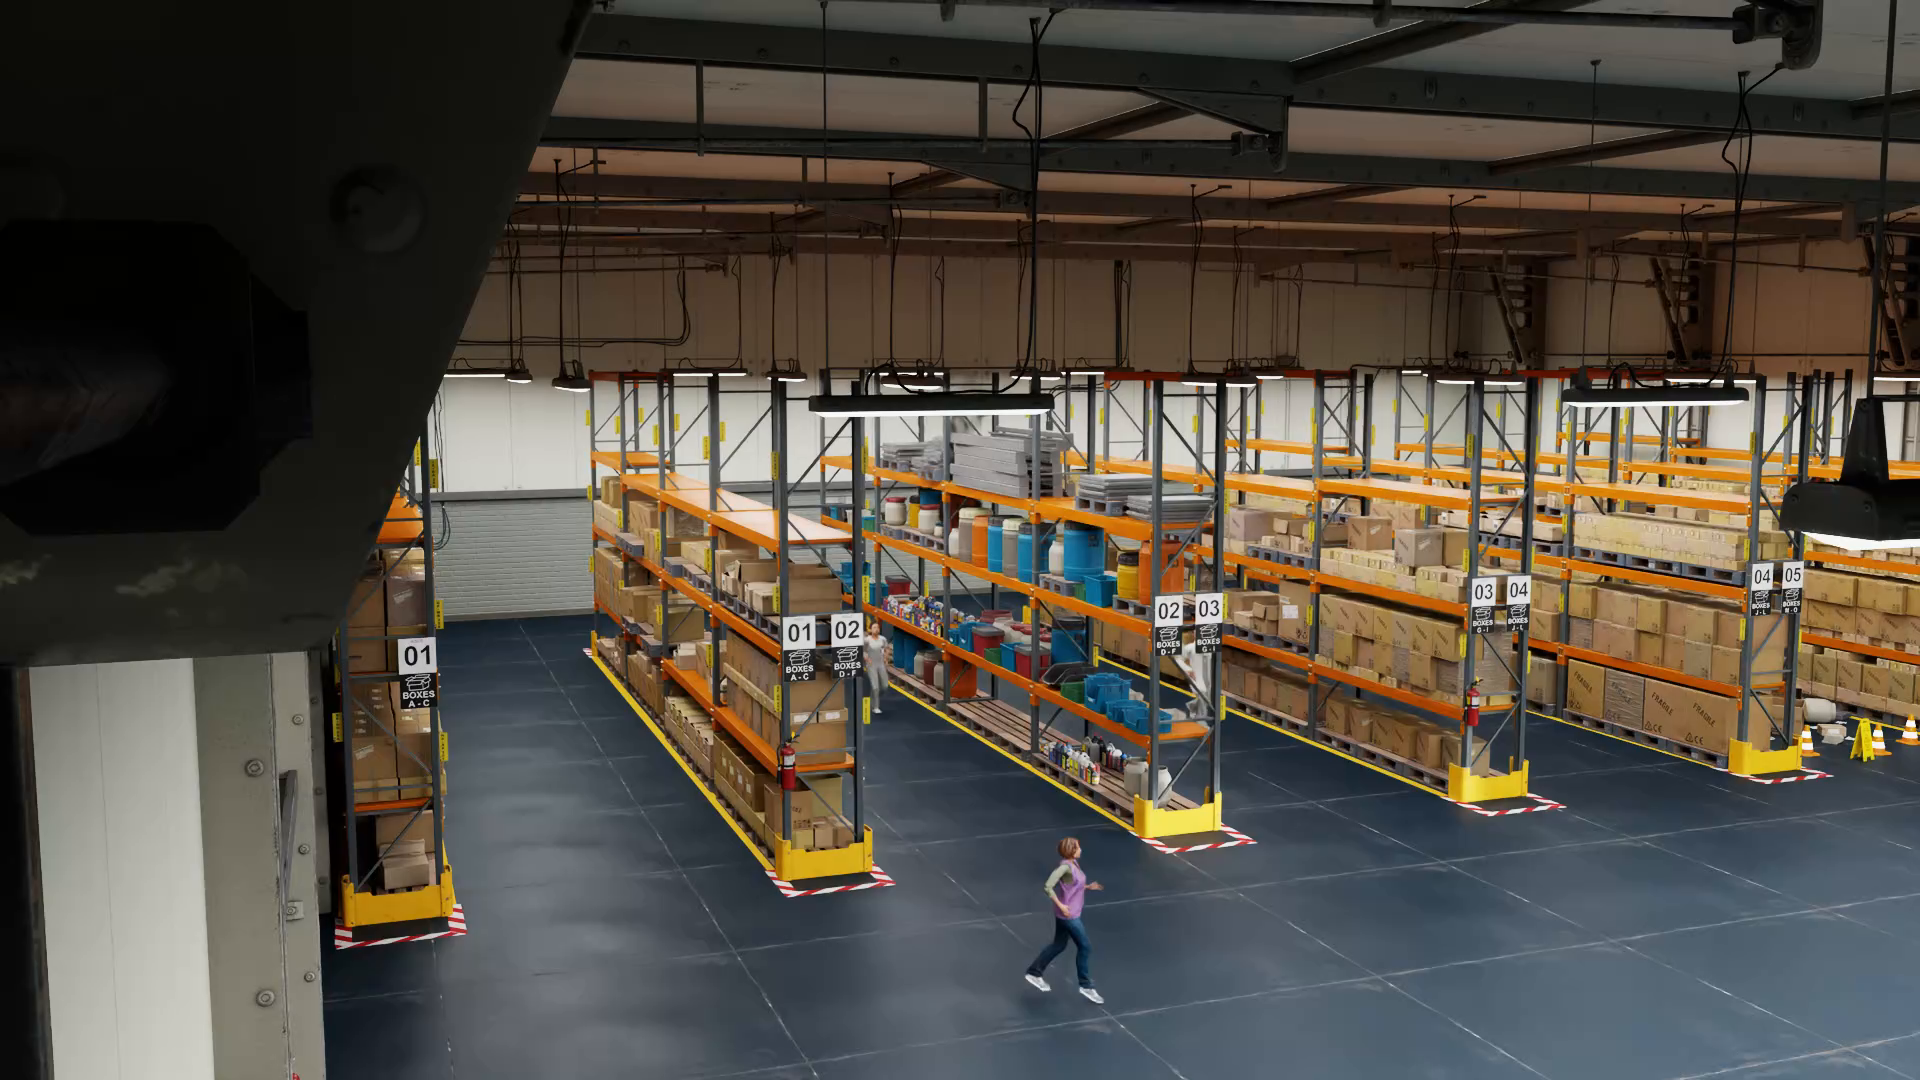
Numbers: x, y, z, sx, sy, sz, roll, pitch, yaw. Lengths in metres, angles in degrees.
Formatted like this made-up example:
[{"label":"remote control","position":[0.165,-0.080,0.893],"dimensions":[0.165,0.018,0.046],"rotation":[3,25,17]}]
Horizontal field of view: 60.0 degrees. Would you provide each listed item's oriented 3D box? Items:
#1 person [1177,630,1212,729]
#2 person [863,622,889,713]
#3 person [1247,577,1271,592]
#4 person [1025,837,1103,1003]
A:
[{"label":"person","position":[4.016,2.343,28.024],"dimensions":[0.715,1.735,0.825],"rotation":[-3,7,-28]},{"label":"person","position":[-1.502,2.243,29.415],"dimensions":[0.561,1.620,0.588],"rotation":[-2,7,-21]},{"label":"person","position":[7.502,0.796,41.851],"dimensions":[0.831,1.767,0.636],"rotation":[-3,7,-24]},{"label":"person","position":[1.027,3.716,16.328],"dimensions":[0.770,1.635,0.527],"rotation":[0,6,3]}]
